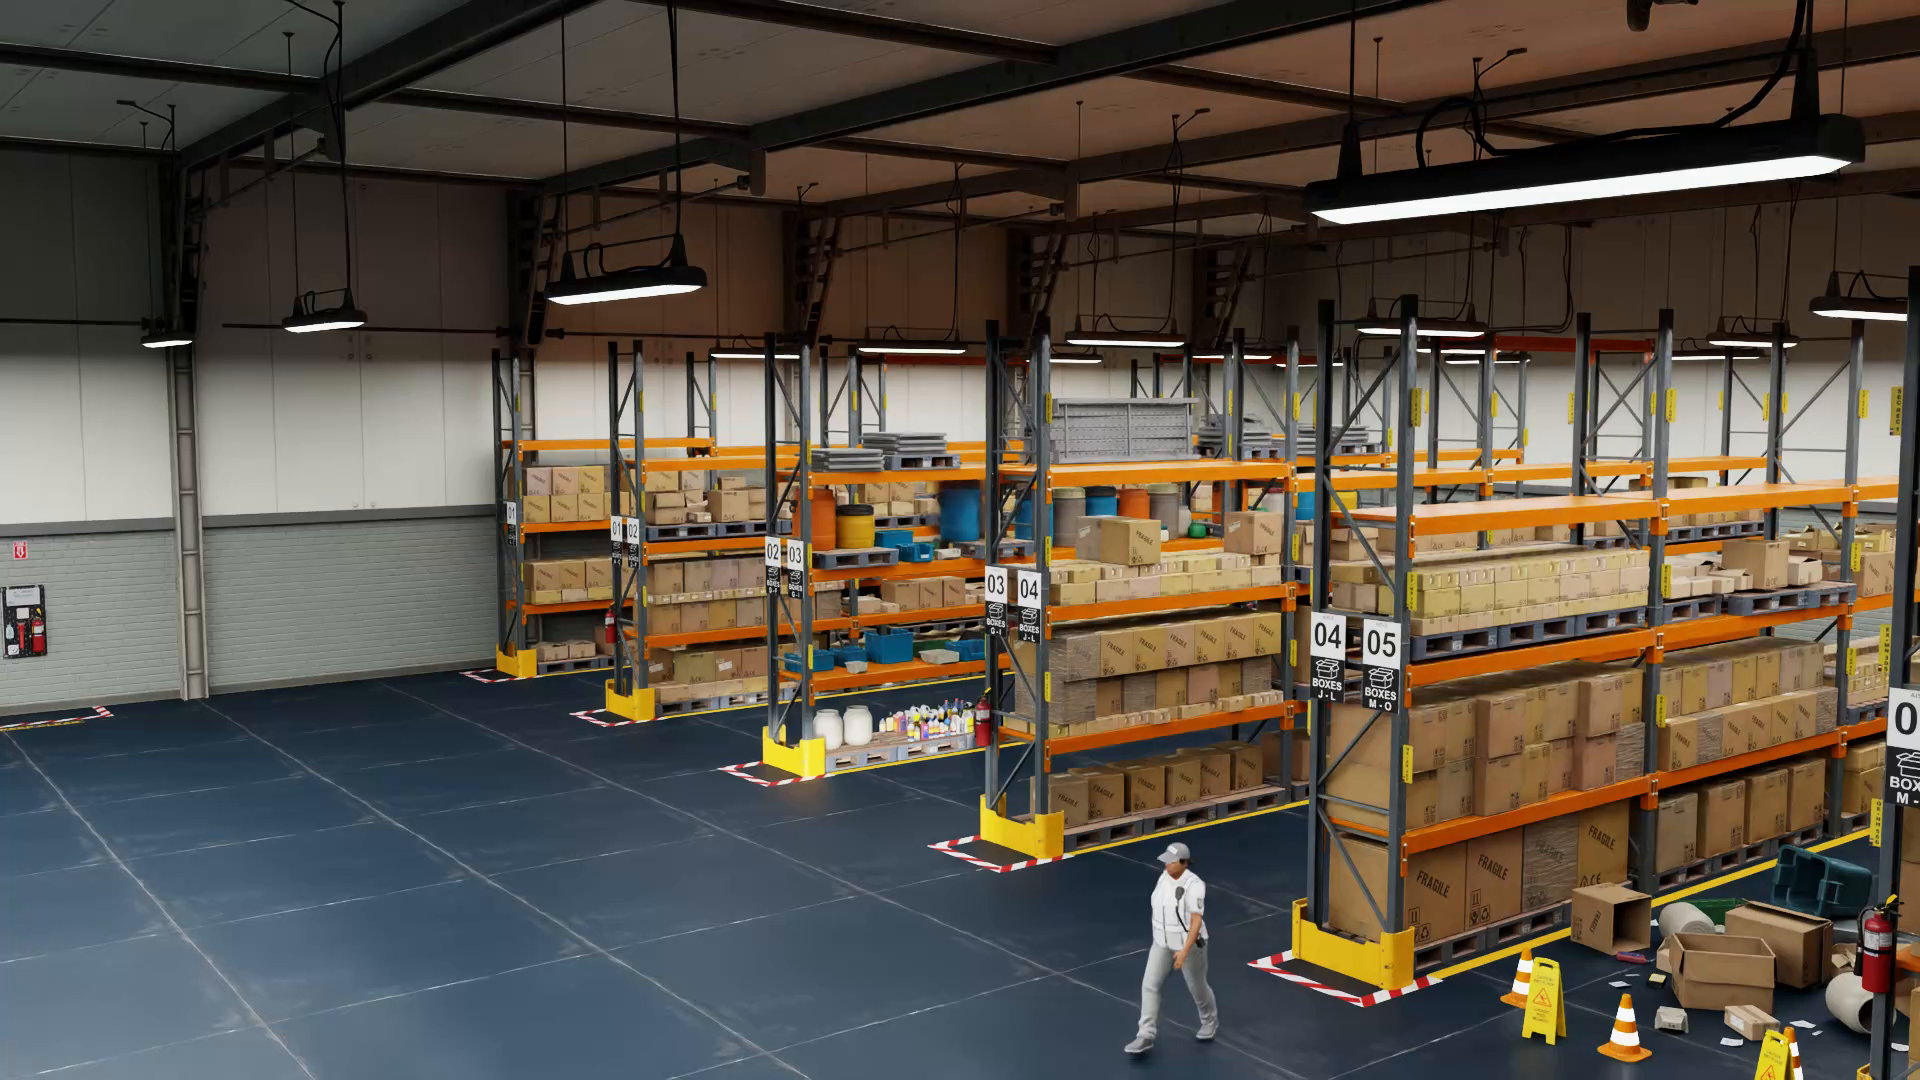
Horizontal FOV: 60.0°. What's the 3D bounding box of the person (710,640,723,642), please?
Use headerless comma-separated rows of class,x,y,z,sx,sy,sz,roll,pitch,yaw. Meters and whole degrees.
person,-4.414,1.669,30.078,0.602,1.743,0.763,3,6,28

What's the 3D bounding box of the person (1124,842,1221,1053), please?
person,1.691,3.190,13.112,0.953,1.613,0.506,-5,7,-44
